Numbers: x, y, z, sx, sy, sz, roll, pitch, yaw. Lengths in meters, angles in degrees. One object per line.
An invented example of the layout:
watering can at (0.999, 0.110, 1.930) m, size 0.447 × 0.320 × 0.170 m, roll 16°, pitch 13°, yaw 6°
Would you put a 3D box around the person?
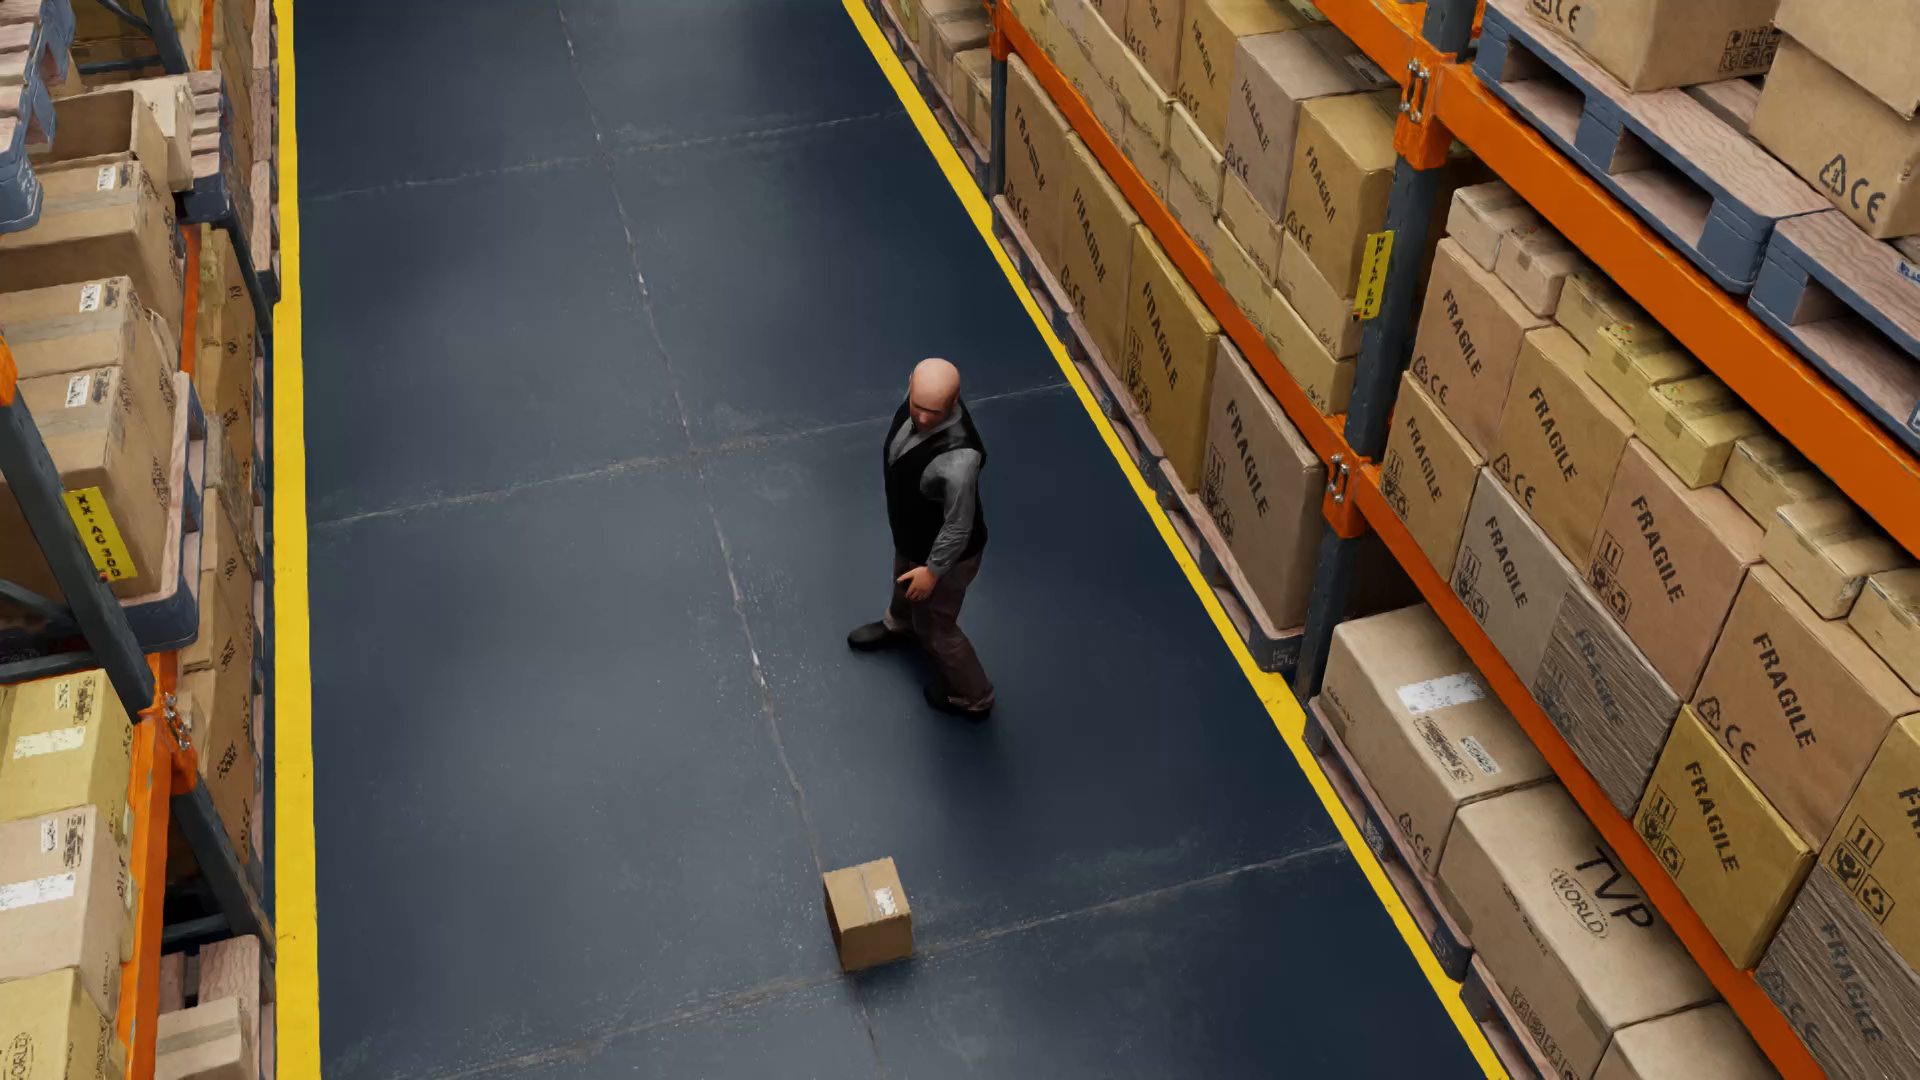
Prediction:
person at (-0.161, -0.033, 6.241) m, size 0.551 × 1.714 × 0.661 m, roll -5°, pitch 42°, yaw -6°
